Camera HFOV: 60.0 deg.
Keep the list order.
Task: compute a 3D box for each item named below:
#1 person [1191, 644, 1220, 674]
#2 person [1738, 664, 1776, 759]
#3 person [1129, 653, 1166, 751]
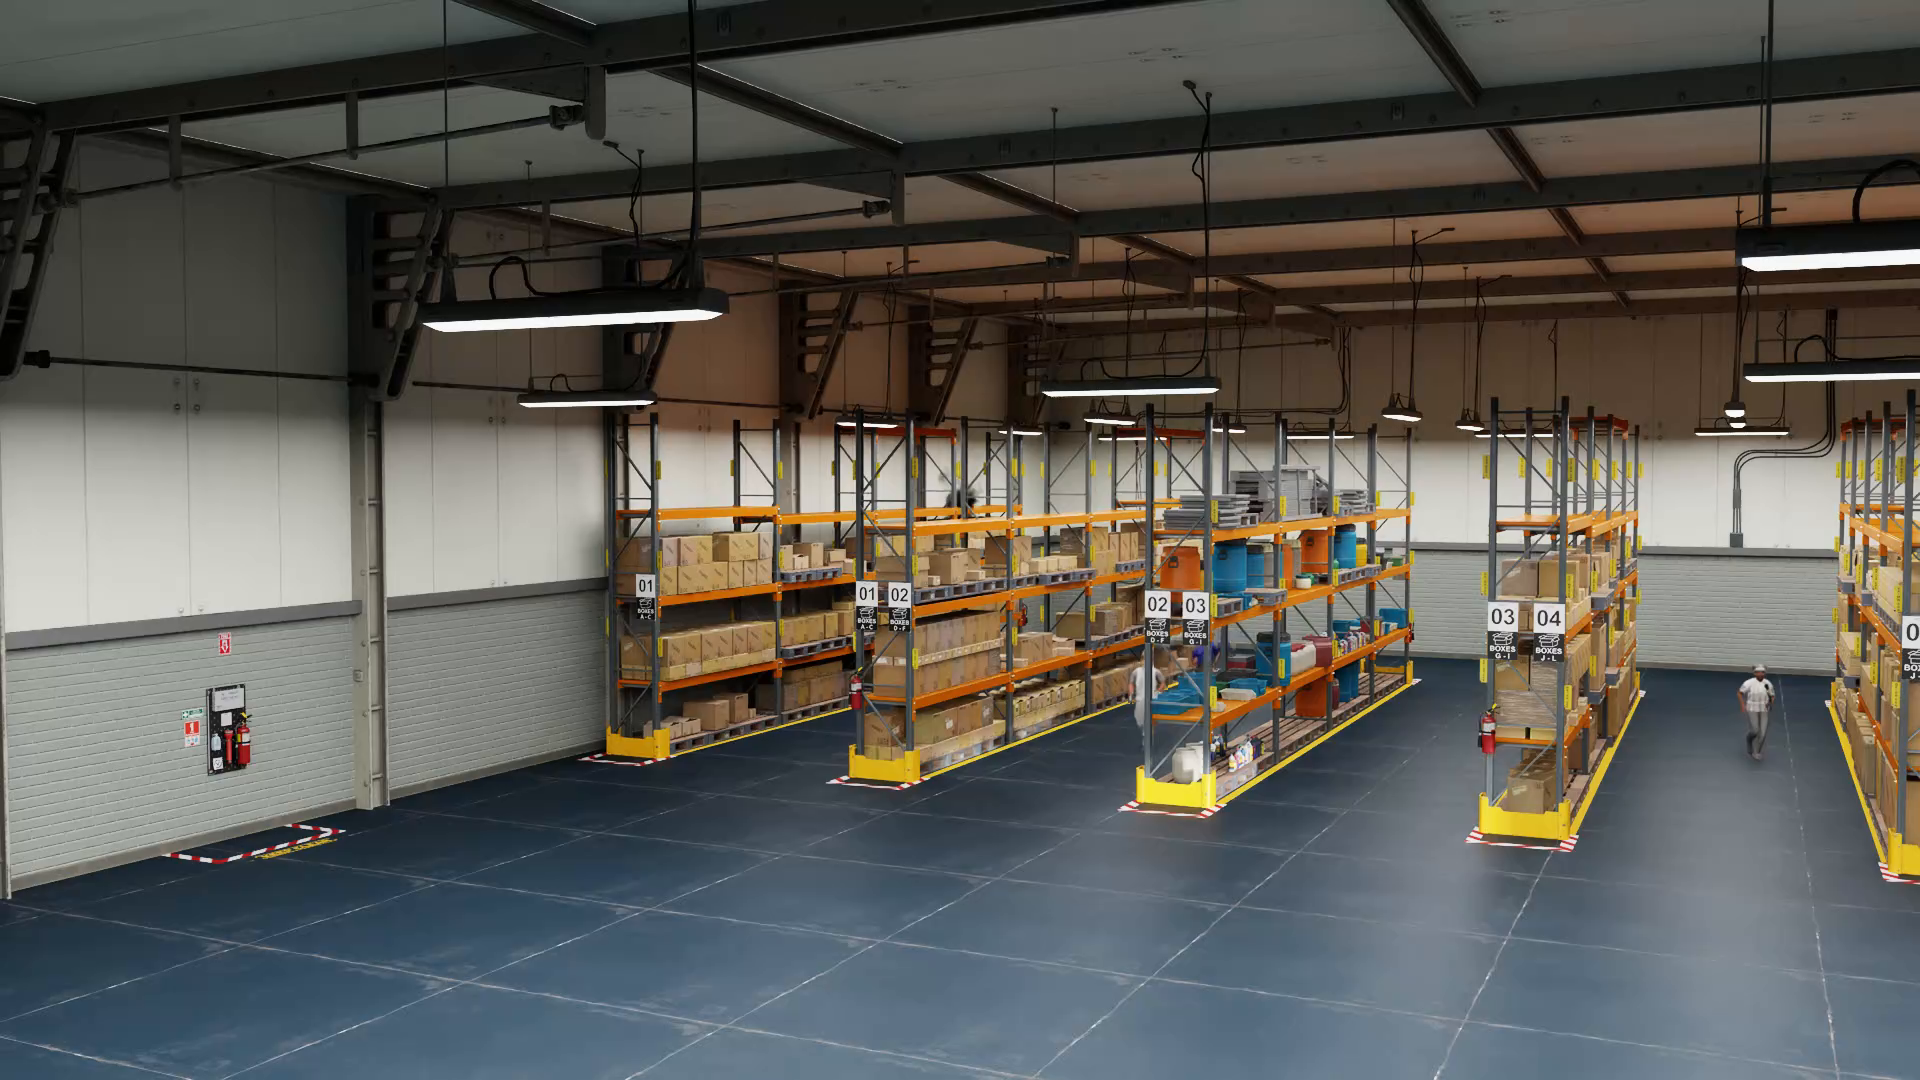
[{"bbox_3d":[5.089,2.739,34.564,0.579,1.659,0.859,1,2,15],"label":"person"},{"bbox_3d":[13.787,2.962,28.712,0.564,1.658,0.563,1,2,12],"label":"person"},{"bbox_3d":[3.347,2.881,29.765,0.656,1.749,0.704,0,2,11],"label":"person"}]
